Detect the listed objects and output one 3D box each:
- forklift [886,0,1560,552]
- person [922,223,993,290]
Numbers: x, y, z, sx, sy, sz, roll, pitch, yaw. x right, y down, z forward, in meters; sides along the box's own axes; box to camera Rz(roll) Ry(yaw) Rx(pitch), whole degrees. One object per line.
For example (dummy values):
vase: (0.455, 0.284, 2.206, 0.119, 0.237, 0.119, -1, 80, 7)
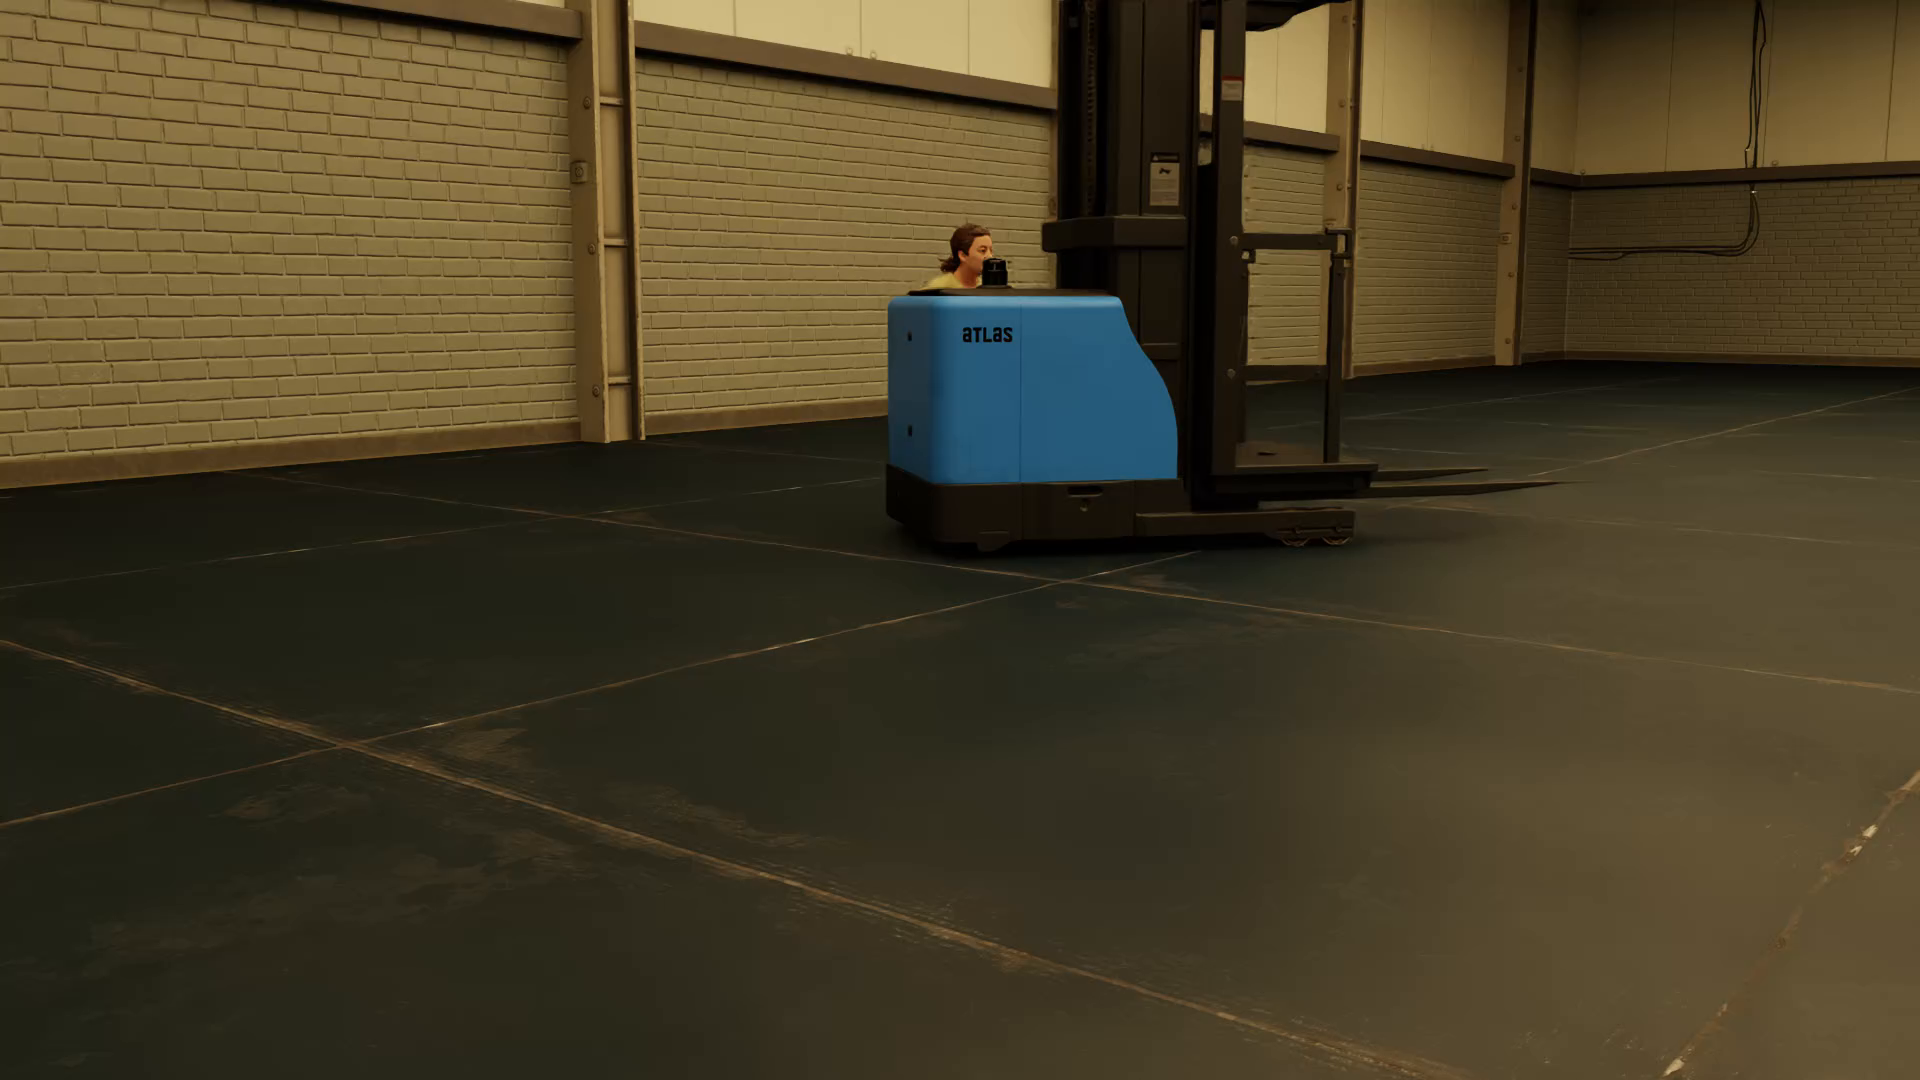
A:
forklift: (1.232, -1.490, 7.468, 3.031, 2.935, 1.130, -2, 9, -14)
person: (0.209, -0.780, 7.955, 0.820, 1.461, 0.728, 6, 10, 37)
